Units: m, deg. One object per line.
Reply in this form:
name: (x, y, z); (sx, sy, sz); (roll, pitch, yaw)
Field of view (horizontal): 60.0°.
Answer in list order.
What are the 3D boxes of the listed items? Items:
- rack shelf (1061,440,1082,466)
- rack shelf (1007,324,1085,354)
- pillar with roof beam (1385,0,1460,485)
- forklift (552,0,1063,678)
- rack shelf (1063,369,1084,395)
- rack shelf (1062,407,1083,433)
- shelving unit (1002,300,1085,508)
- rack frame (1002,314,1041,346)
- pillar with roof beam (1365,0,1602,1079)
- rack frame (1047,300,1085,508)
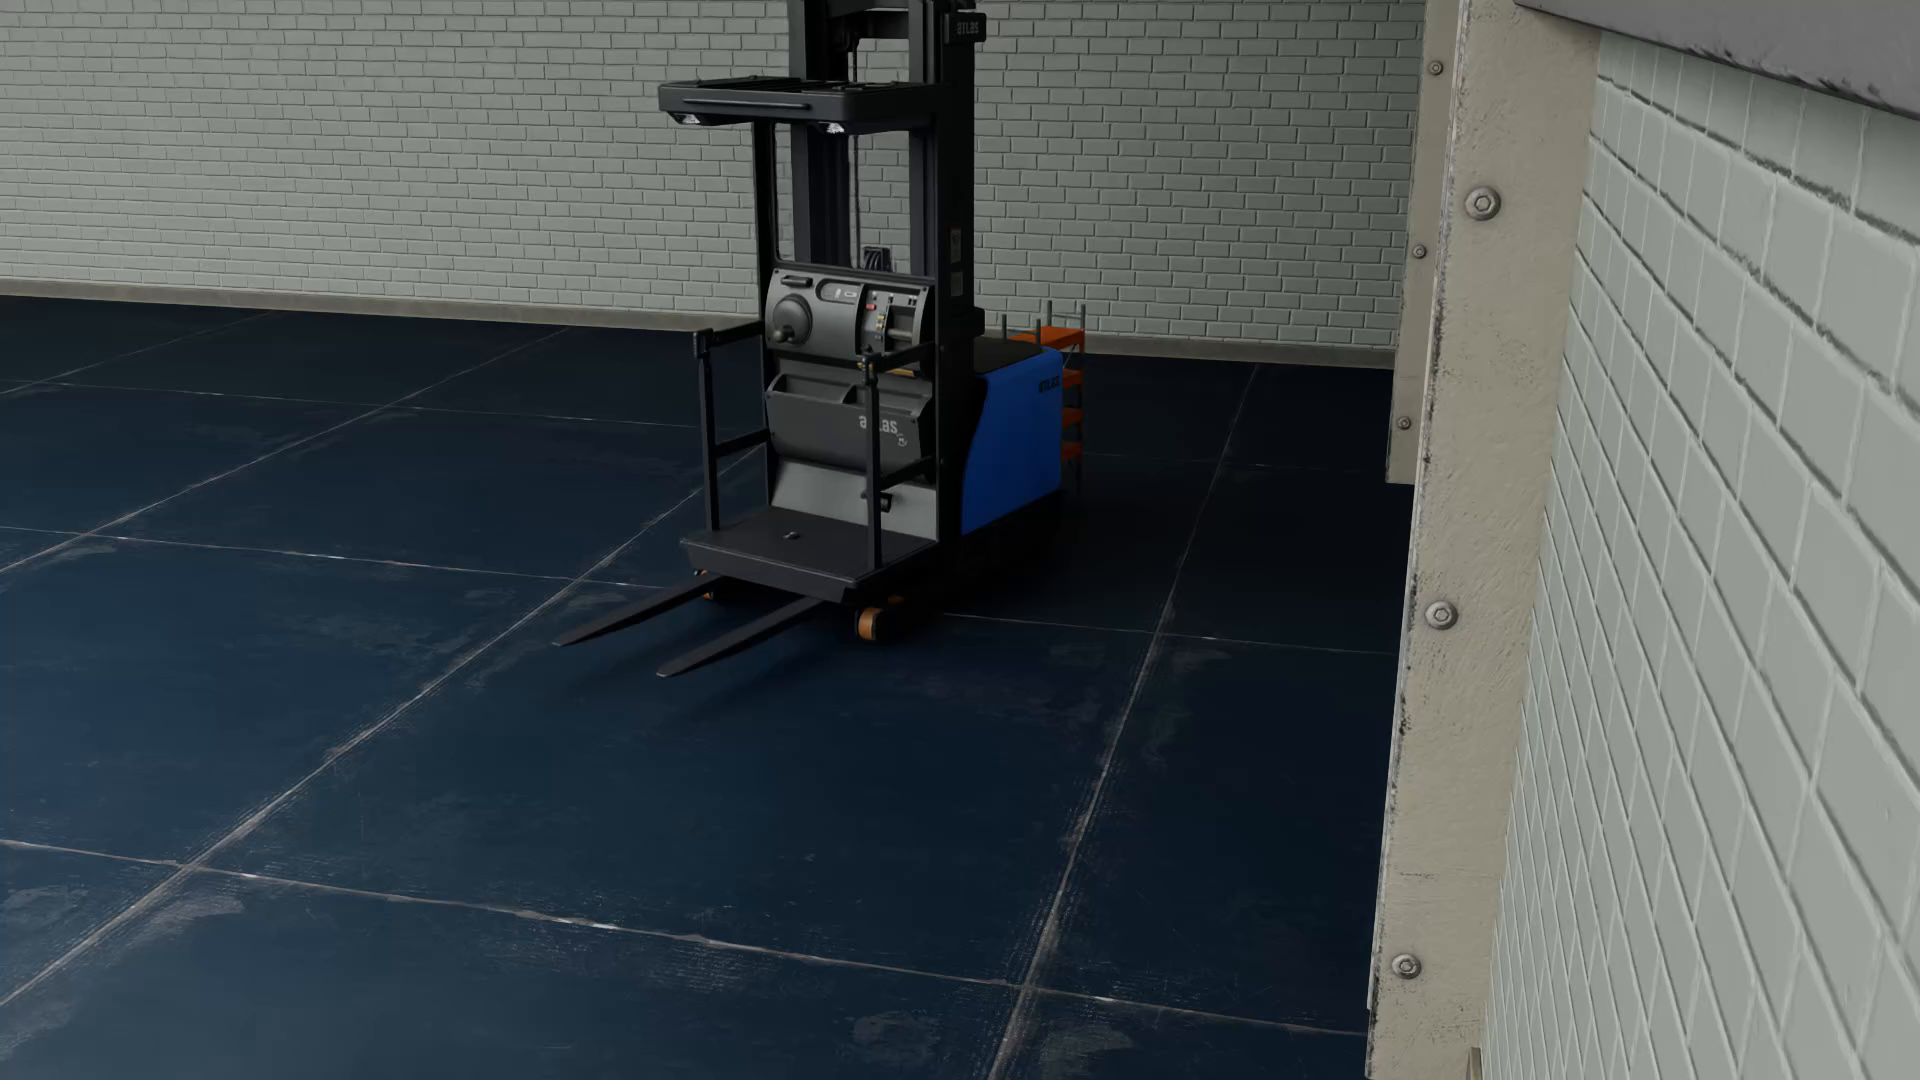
rack shelf: (0.467, -0.459, 9.498); (0.258, 0.148, 0.480); (12, 22, 32)
rack shelf: (0.467, -1.083, 9.285); (0.258, 0.148, 0.480); (12, 22, 32)
pillar with roof beam: (-1.361, -5.003, 9.911); (9.100, 9.000, 0.400); (5, 19, 13)
forklift: (-0.662, -1.081, 7.817); (1.130, 2.935, 3.031); (12, 22, 31)
rack shelf: (0.467, -0.859, 9.361); (0.258, 0.148, 0.480); (12, 22, 32)
rack shelf: (0.467, -0.647, 9.434); (0.258, 0.148, 0.480); (12, 22, 32)
shelving unit: (0.467, -0.711, 9.412); (0.258, 1.200, 0.503); (12, 22, 32)
rack frame: (0.332, -0.645, 9.220); (0.240, 1.200, 0.015); (12, 22, 32)
pillar with roof beam: (-2.827, -3.122, 4.406); (9.100, 9.000, 0.400); (5, 19, 13)
rack frame: (0.602, -0.776, 9.604); (0.240, 1.200, 0.015); (12, 22, 32)
